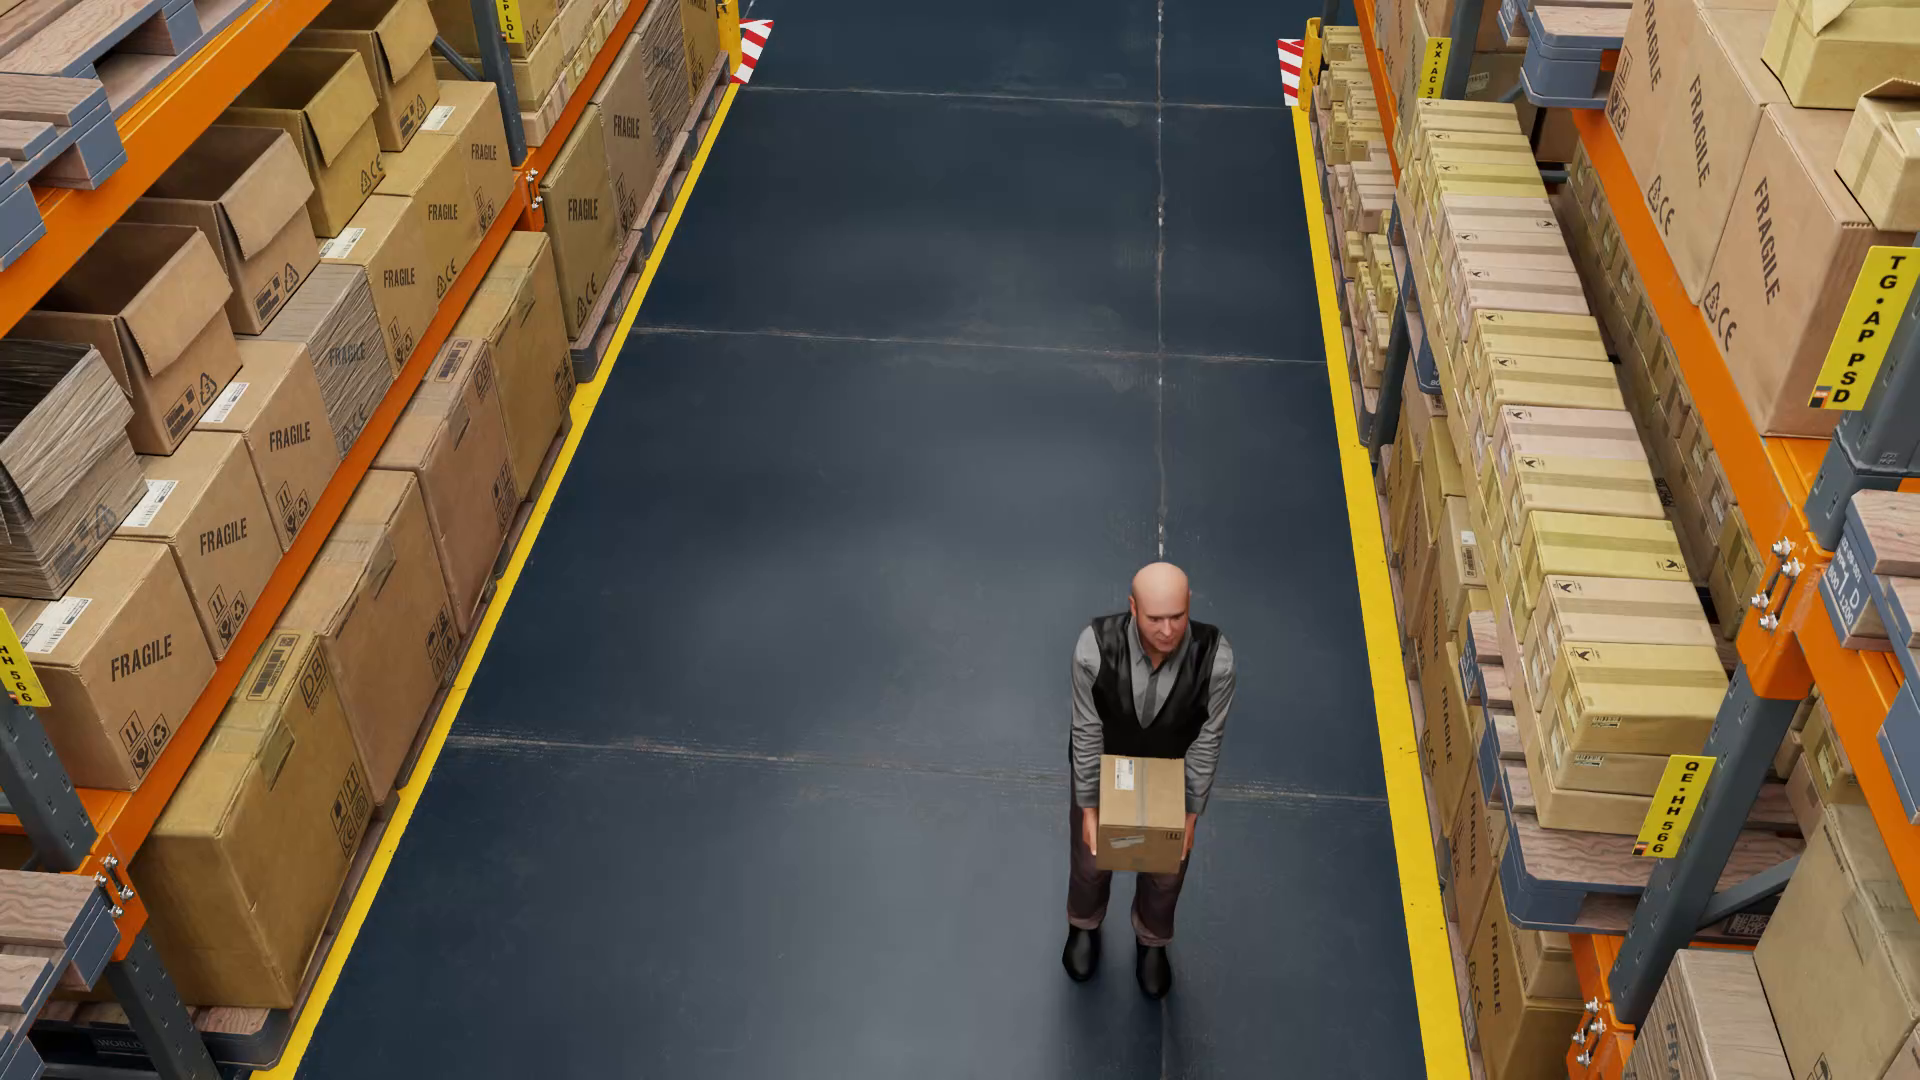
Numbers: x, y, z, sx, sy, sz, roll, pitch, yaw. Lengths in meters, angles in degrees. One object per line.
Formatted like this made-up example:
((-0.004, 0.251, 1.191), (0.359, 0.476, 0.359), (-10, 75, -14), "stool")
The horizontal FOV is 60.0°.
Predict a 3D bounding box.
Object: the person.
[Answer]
((0.571, 0.839, 5.238), (0.495, 1.637, 0.560), (3, 40, 3), "person")
